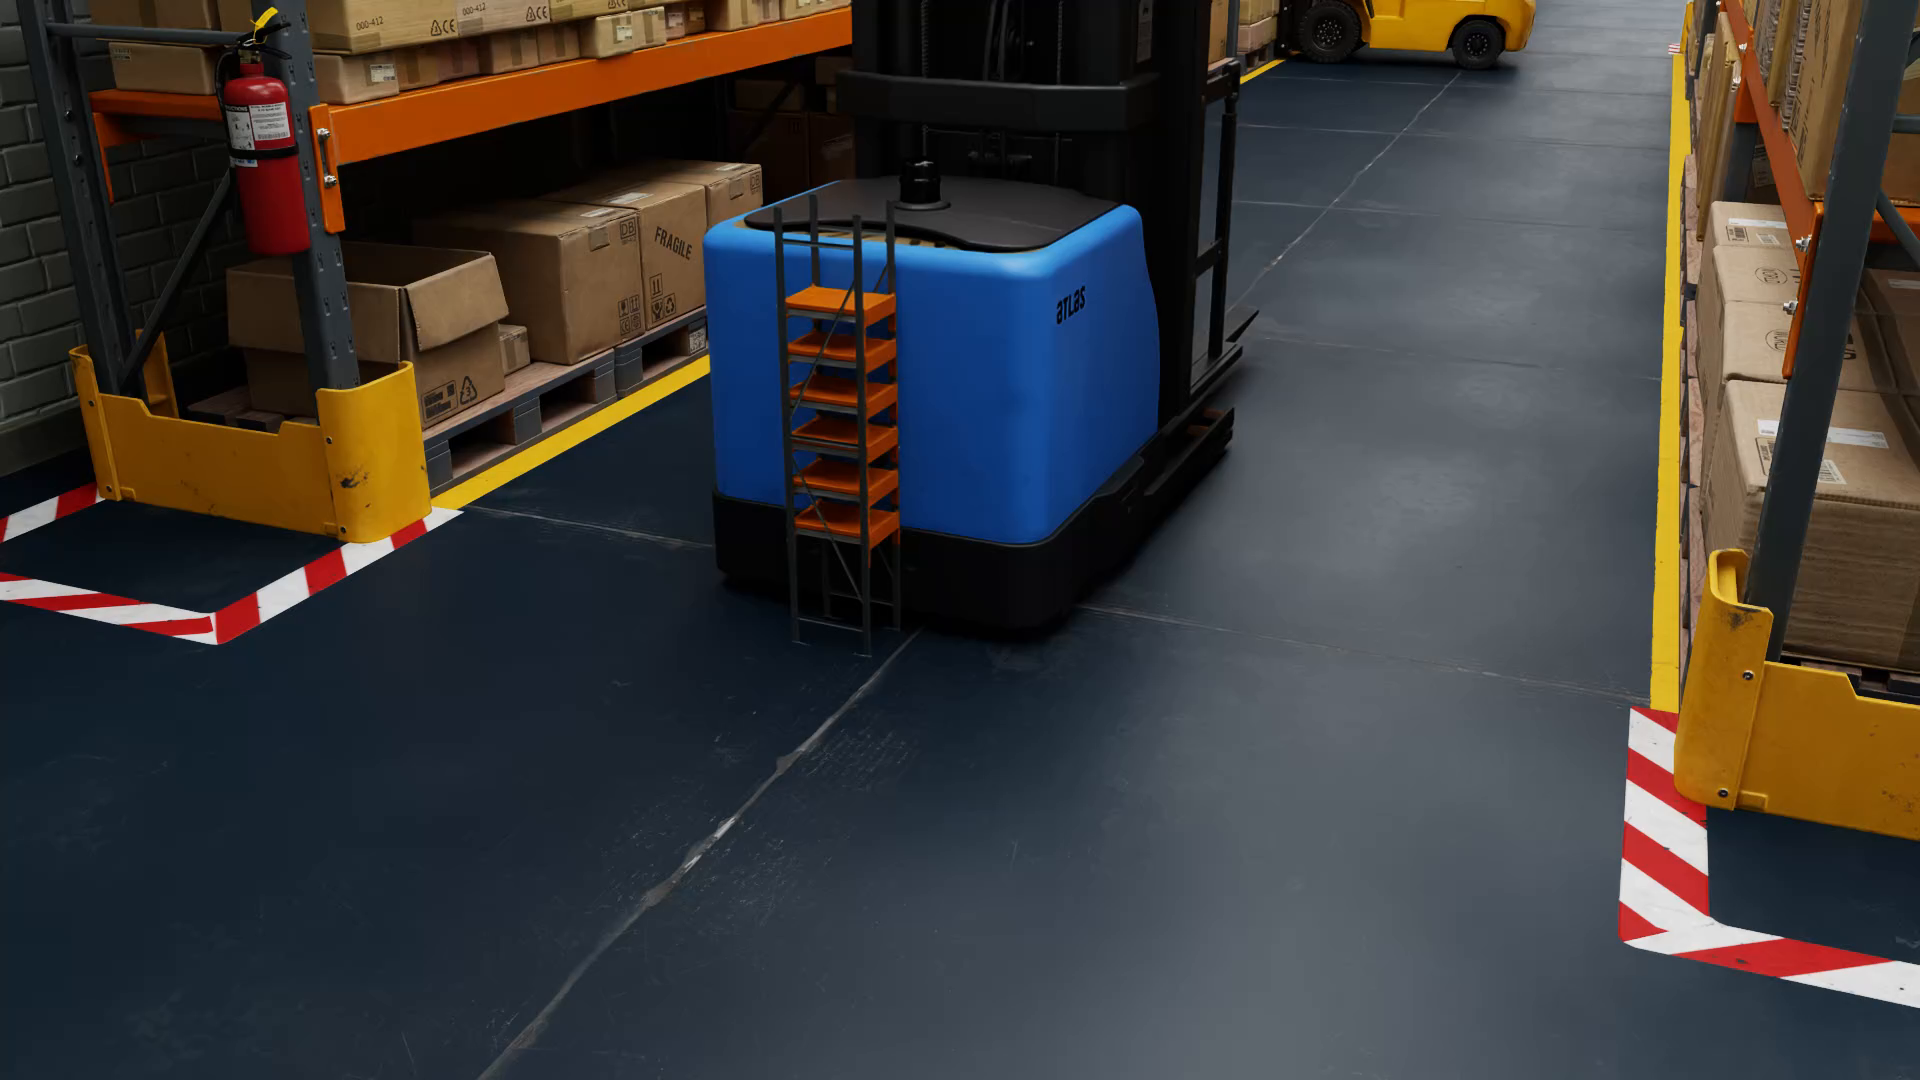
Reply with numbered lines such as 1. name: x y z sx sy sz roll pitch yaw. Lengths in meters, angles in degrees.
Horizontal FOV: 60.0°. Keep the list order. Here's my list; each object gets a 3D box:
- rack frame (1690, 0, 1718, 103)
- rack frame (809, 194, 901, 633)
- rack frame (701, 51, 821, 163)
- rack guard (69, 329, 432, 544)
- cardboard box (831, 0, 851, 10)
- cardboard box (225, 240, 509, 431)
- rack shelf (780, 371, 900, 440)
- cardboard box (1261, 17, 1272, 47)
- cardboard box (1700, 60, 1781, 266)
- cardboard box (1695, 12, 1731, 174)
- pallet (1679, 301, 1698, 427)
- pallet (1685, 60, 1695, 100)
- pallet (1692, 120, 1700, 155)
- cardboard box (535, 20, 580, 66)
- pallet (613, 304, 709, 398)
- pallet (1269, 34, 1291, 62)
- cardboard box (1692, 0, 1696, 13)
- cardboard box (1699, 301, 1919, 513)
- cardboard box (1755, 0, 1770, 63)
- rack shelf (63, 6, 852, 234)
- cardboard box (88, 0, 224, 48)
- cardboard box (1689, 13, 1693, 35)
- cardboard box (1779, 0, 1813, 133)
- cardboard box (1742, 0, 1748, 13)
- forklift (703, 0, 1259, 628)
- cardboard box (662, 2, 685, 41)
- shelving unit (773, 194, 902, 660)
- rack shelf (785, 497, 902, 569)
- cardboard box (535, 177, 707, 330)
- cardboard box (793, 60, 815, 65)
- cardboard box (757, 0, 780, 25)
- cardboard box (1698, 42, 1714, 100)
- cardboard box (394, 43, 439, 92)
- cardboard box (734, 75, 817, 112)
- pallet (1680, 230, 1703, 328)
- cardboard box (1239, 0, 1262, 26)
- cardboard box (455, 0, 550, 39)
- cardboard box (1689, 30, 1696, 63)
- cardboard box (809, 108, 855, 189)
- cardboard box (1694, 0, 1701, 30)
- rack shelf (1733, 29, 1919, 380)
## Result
1. rack frame: 6.715 -5.068 13.491 1.000 3.000 0.127 9 24 20
2. rack frame: -0.276 -0.315 4.448 0.240 1.200 0.006 10 25 22
3. rack frame: -0.867 -2.914 8.335 1.000 3.000 0.127 9 24 20
4. rack guard: -2.324 -0.357 5.455 1.175 0.500 0.348 9 24 20
5. cardboard box: -0.751 -2.648 8.024 0.380 0.149 0.250 9 24 21
6. cardboard box: -2.037 -0.730 5.800 0.797 0.503 0.637 8 24 18
7. rack shelf: -0.313 -0.353 4.342 0.258 0.103 0.180 10 25 22
8. cardboard box: 2.766 -5.012 16.379 0.500 0.250 0.500 8 24 19
9. cardboard box: 3.899 -1.652 7.524 0.875 0.875 0.875 10 25 22
10. cardboard box: 4.895 -2.614 9.829 0.875 0.875 0.875 9 24 20
11. pallet: 3.388 -0.657 6.550 1.003 0.211 1.213 9 24 20
12. pallet: 6.931 -4.027 14.616 1.003 0.211 1.213 9 24 20
13. pallet: 5.521 -2.629 11.270 1.003 0.211 1.213 9 24 20
14. cardboard box: -1.615 -1.819 6.040 0.380 0.149 0.250 9 24 21
15. pallet: -1.574 -0.944 7.236 1.003 0.211 1.213 9 24 20
16. pallet: 2.891 -5.207 17.442 1.003 0.211 1.213 9 24 20
17. cardboard box: 7.636 -5.513 16.605 0.500 0.500 0.500 8 24 18
18. cardboard box: 2.742 -0.364 5.010 0.875 0.438 0.875 9 24 21
19. cardboard box: 3.135 -1.941 5.876 0.500 0.500 0.500 9 24 20
20. rack shelf: -1.610 -1.867 6.760 1.077 0.370 4.000 9 24 20
21. cardboard box: -2.428 -1.754 5.365 0.500 0.250 0.500 10 24 22
22. cardboard box: 7.644 -5.175 16.770 0.500 0.250 0.500 9 24 20
23. cardboard box: 2.573 -1.393 4.564 0.500 0.500 0.500 10 24 22
24. cardboard box: 3.866 -2.514 7.573 0.500 0.250 0.500 8 24 19
25. forklift: 0.341 -1.650 5.397 1.130 2.935 3.031 10 25 22
26. cardboard box: -1.340 -2.098 6.708 0.380 0.149 0.250 9 24 20
27. shelving unit: -0.313 -0.283 4.371 0.258 1.200 0.189 10 25 22
28. rack shelf: -0.313 -0.021 4.481 0.258 0.103 0.180 10 25 22
29. cardboard box: -1.395 -1.204 6.938 0.500 0.500 0.500 9 24 21
30. cardboard box: -0.752 -2.705 9.692 0.380 0.149 0.250 8 24 17
31. cardboard box: -1.024 -2.365 7.347 0.380 0.149 0.250 9 24 21
32. cardboard box: 6.258 -3.603 12.849 0.950 0.372 0.625 10 25 23
33. cardboard box: -1.924 -1.543 5.378 0.380 0.149 0.250 9 24 21
34. cardboard box: -0.998 -2.427 9.025 0.380 0.149 0.250 8 24 18
35. pallet: 3.960 -1.205 7.861 1.003 0.211 1.213 9 24 20
36. cardboard box: 2.571 -5.062 15.850 0.500 0.250 0.500 9 24 20
37. cardboard box: -1.747 -1.855 5.608 0.500 0.250 0.500 9 24 21
38. cardboard box: 6.873 -4.435 14.998 0.500 0.250 0.500 8 24 19
39. cardboard box: -0.478 -2.096 9.073 0.500 0.500 0.500 10 25 22
40. cardboard box: 7.061 -4.954 15.268 0.500 0.500 0.500 10 25 23
41. rack shelf: 3.000 -1.157 5.062 1.077 0.370 4.000 9 24 20
